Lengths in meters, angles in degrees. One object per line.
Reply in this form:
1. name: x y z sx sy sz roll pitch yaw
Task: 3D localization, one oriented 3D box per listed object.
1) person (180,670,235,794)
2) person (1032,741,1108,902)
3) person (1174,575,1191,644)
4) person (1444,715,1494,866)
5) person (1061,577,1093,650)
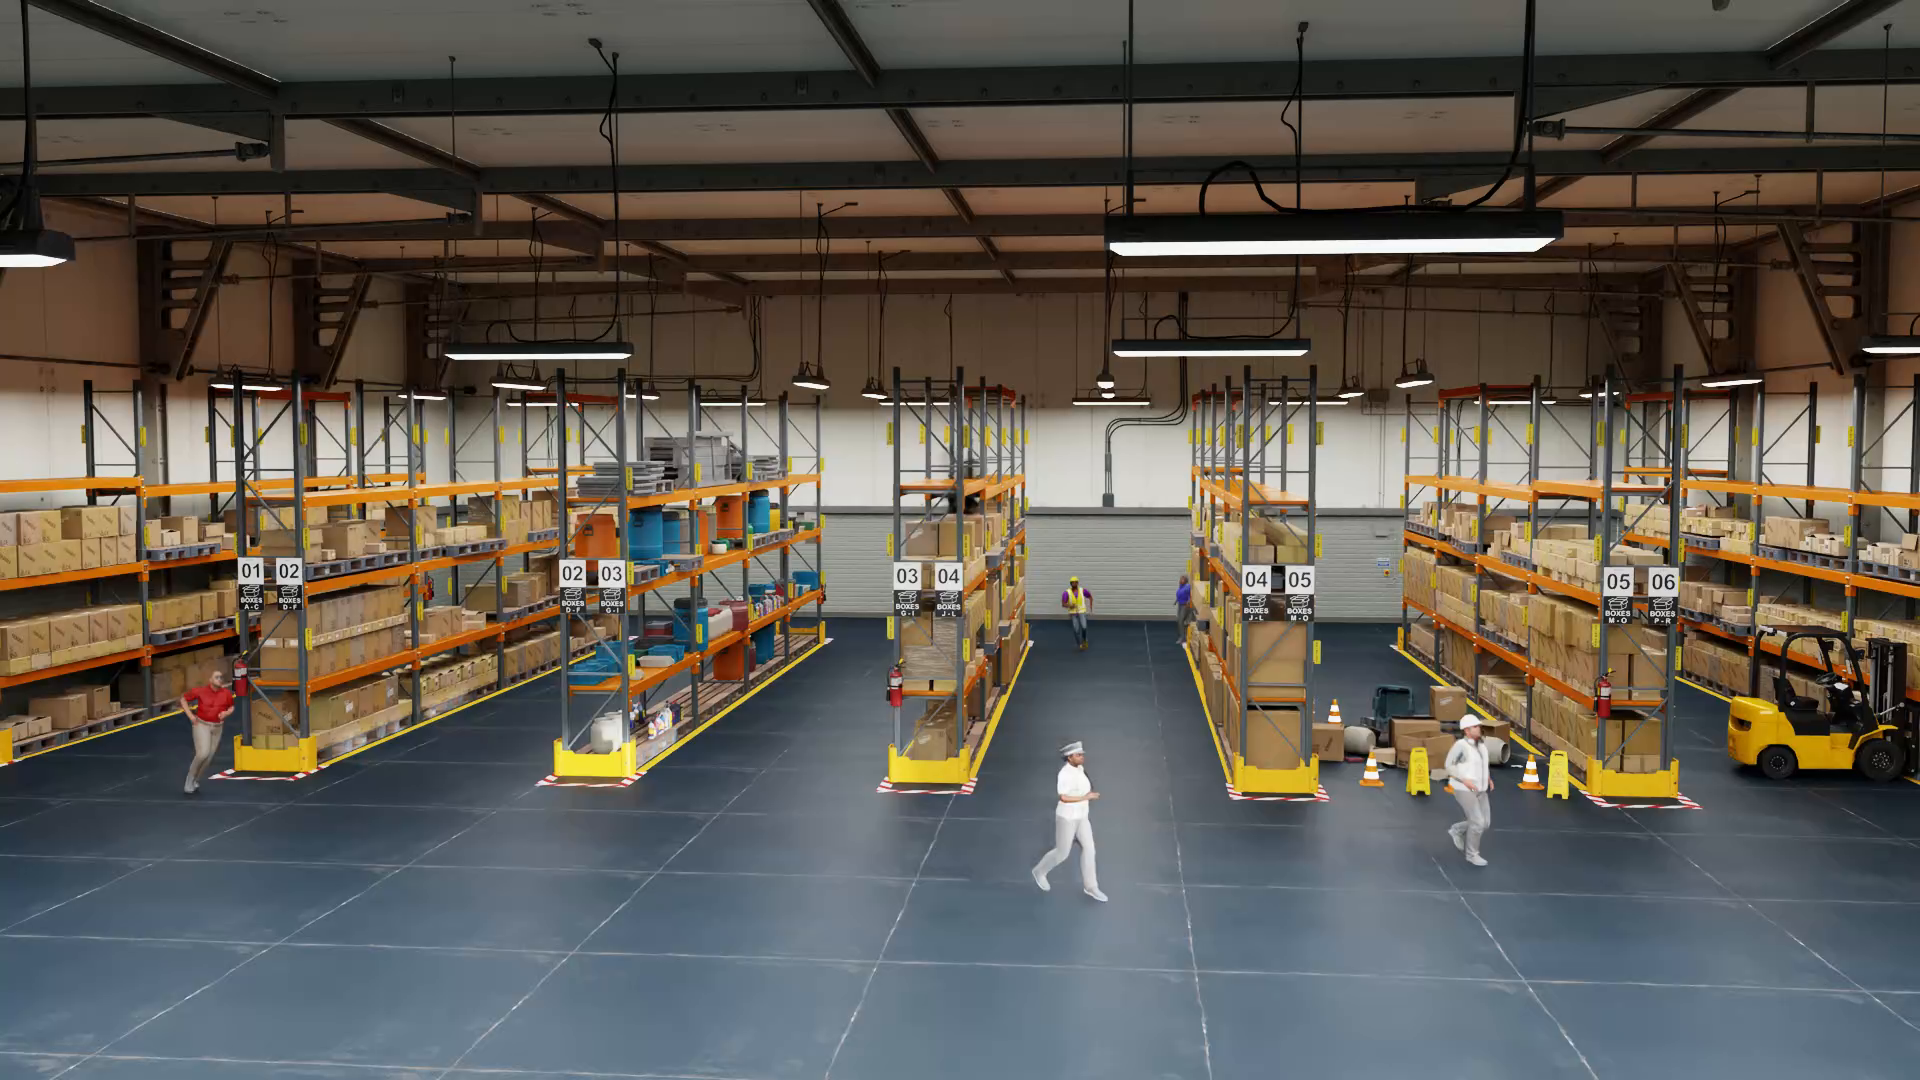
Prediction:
1. person: -10.646 2.711 23.569 0.646 1.732 0.714 3 4 37
2. person: 1.193 3.015 18.010 0.900 1.697 0.604 2 4 34
3. person: 5.487 1.702 40.385 0.767 1.659 0.614 -1 4 -23
4. person: 5.960 2.918 19.568 0.670 1.745 0.617 -3 4 -36
5. person: 2.737 1.722 38.886 0.728 1.715 0.622 0 4 5
